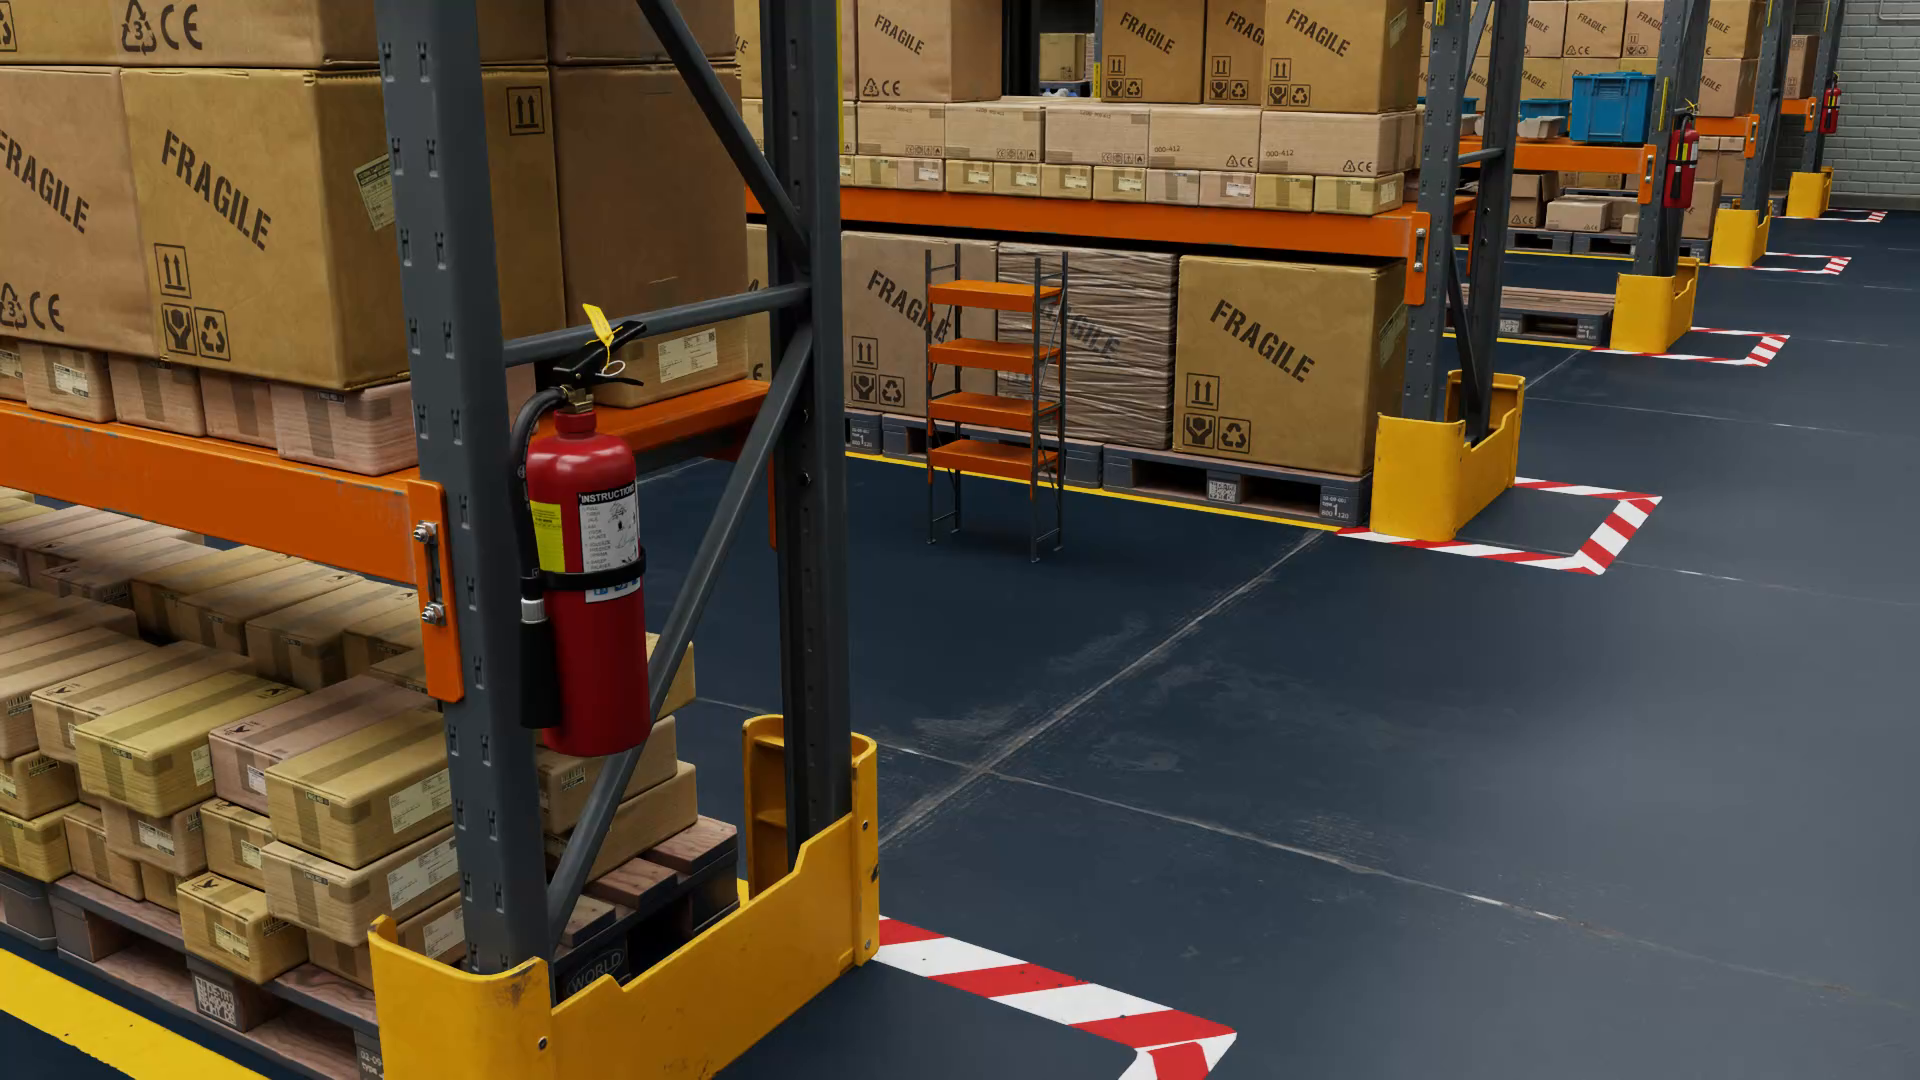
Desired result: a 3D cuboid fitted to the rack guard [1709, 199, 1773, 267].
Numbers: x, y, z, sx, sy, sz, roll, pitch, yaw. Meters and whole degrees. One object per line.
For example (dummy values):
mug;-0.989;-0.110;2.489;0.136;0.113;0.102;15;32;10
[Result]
rack guard;7.258;-2.860;15.438;0.348;0.500;1.175;10;20;30

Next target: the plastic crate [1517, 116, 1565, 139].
plastic crate;3.937;-2.800;11.290;0.243;0.136;0.396;10;20;30

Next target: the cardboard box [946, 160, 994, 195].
cardboard box;0.134;-1.716;7.802;0.250;0.149;0.380;9;19;28

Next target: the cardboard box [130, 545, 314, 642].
cardboard box;-1.947;0.140;4.417;0.250;0.149;0.380;10;20;31

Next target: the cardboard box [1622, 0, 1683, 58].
cardboard box;6.368;-4.647;15.127;0.500;0.500;0.500;11;20;32

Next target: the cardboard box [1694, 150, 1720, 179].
cardboard box;8.837;-4.435;19.899;0.500;0.500;0.700;10;20;30

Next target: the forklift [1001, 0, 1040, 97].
forklift;-0.293;-2.632;10.504;1.130;2.935;3.031;-15;22;-40

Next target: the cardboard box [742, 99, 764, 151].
cardboard box;-1.010;-2.135;8.494;0.500;0.250;0.500;10;19;29

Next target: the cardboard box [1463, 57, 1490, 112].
cardboard box;5.069;-4.402;16.041;0.500;0.500;0.500;10;20;30

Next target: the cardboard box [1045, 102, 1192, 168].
cardboard box;0.717;-1.825;7.475;0.500;0.250;0.500;9;19;28

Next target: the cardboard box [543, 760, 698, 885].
cardboard box;-0.826;0.625;3.844;0.250;0.149;0.380;11;20;31

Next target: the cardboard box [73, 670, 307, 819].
cardboard box;-1.602;0.421;3.492;0.250;0.149;0.380;10;19;29

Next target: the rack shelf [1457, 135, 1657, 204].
rack shelf;3.023;-2.779;12.106;4.000;0.370;1.077;10;20;30

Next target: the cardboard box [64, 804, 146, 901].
cardboard box;-1.774;0.646;3.776;0.250;0.149;0.380;10;20;31

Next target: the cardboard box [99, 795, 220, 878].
cardboard box;-1.590;0.554;3.568;0.250;0.149;0.380;9;19;28

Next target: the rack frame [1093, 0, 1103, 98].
rack frame;1.319;-3.427;13.002;0.127;3.000;1.000;10;20;30

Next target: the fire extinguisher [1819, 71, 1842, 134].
fire extinguisher;9.799;-4.920;18.691;0.183;0.674;0.296;10;20;30

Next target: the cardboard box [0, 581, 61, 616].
cardboard box;-2.452;0.239;4.093;0.250;0.149;0.380;10;20;30

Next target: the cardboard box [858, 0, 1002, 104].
cardboard box;-0.138;-2.339;7.876;0.500;0.500;0.500;9;19;28

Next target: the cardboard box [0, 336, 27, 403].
cardboard box;-1.825;-0.400;3.470;0.250;0.149;0.380;9;19;28

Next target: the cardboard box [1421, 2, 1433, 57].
cardboard box;4.608;-4.960;16.156;0.500;0.500;0.500;9;19;28

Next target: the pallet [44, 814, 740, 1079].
pallet;-1.285;0.811;3.847;1.213;0.211;1.003;10;20;30

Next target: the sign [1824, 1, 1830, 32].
sign;9.616;-5.807;18.439;0.005;0.325;0.100;10;20;30

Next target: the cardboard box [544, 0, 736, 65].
cardboard box;-0.790;-1.182;3.206;0.500;0.500;0.500;10;20;30

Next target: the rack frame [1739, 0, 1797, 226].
rack frame;7.323;-4.045;15.036;0.127;3.000;1.000;10;20;30

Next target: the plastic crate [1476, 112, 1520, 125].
plastic crate;3.881;-3.013;11.989;0.298;0.136;0.250;10;20;30

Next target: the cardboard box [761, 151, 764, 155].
cardboard box;-0.972;-1.913;8.450;0.250;0.149;0.380;9;19;28

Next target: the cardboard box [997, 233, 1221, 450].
cardboard box;0.772;-0.992;7.920;0.875;0.875;0.875;10;20;30

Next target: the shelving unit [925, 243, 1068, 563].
shelving unit;0.141;-0.549;6.624;0.503;1.200;0.258;10;20;30

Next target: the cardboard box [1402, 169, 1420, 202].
cardboard box;2.005;-1.607;7.445;0.250;0.149;0.380;10;20;31

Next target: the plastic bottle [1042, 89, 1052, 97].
plastic bottle;0.727;-3.610;13.827;0.097;0.271;0.097;0;17;0

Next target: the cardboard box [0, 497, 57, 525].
cardboard box;-2.881;0.005;4.864;0.250;0.149;0.380;11;20;32

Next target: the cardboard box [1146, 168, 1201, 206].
cardboard box;1.010;-1.560;7.289;0.250;0.149;0.380;11;20;31

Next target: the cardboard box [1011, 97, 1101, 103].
cardboard box;0.547;-2.035;8.167;0.500;0.250;0.500;10;19;29

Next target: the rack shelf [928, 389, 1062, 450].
rack shelf;0.141;-0.485;6.643;0.480;0.148;0.258;10;20;30

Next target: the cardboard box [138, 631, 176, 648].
cardboard box;-2.008;0.314;4.357;0.250;0.149;0.380;11;20;33

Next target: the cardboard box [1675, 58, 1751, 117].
cardboard box;6.798;-4.093;15.024;0.500;0.500;0.500;11;20;32

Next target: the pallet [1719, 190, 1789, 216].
pallet;9.190;-4.040;19.819;1.213;0.211;1.003;10;20;30

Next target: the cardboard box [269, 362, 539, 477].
cardboard box;-0.973;-0.238;2.937;0.250;0.149;0.380;10;20;30

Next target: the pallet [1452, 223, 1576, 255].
pallet;5.542;-3.029;16.490;1.213;0.211;1.003;10;20;30

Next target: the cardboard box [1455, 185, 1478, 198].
cardboard box;5.187;-3.447;16.937;0.500;0.311;0.500;10;20;30

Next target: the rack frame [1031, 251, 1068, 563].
rack frame;0.349;-0.512;6.502;0.015;1.200;0.240;10;20;30

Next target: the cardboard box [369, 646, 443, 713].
cardboard box;-1.113;0.324;3.814;0.250;0.149;0.380;11;20;31

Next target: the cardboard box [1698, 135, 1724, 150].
cardboard box;8.840;-4.682;19.597;0.250;0.149;0.380;11;20;32

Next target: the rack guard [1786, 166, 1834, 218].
rack guard;9.932;-4.073;19.428;0.348;0.500;1.175;10;20;30
